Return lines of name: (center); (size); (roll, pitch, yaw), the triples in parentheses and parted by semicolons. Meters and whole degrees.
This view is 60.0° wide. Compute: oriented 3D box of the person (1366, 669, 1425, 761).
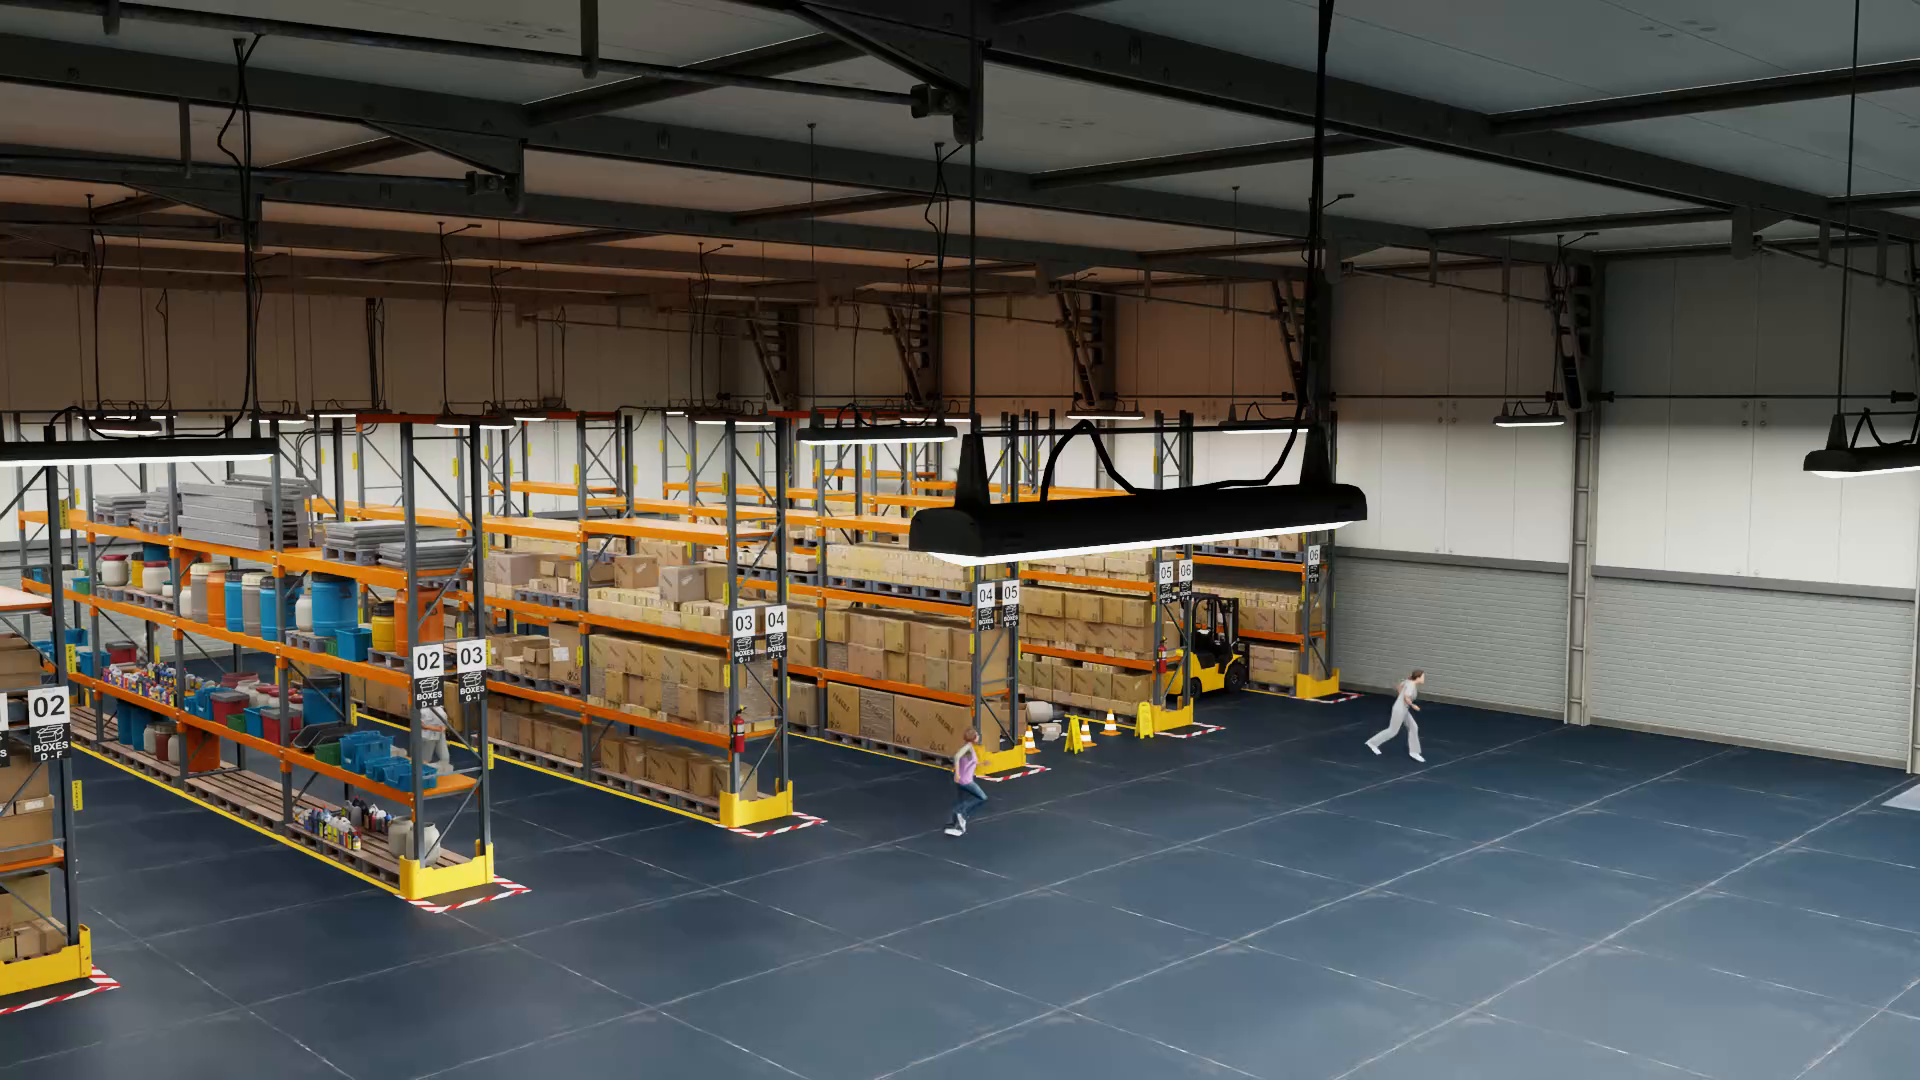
person: (7.606, 3.041, 28.970); (1.004, 1.622, 0.601); (1, 5, 10)

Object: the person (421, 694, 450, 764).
person: (-8.471, 3.200, 26.623); (0.982, 1.675, 0.628); (2, 5, 24)

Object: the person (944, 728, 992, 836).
person: (0.115, 3.479, 23.850); (0.702, 1.535, 0.568); (0, 5, -4)

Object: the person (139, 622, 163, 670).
person: (-17.250, 2.496, 35.198); (1.000, 1.587, 0.541); (-4, 7, -41)
